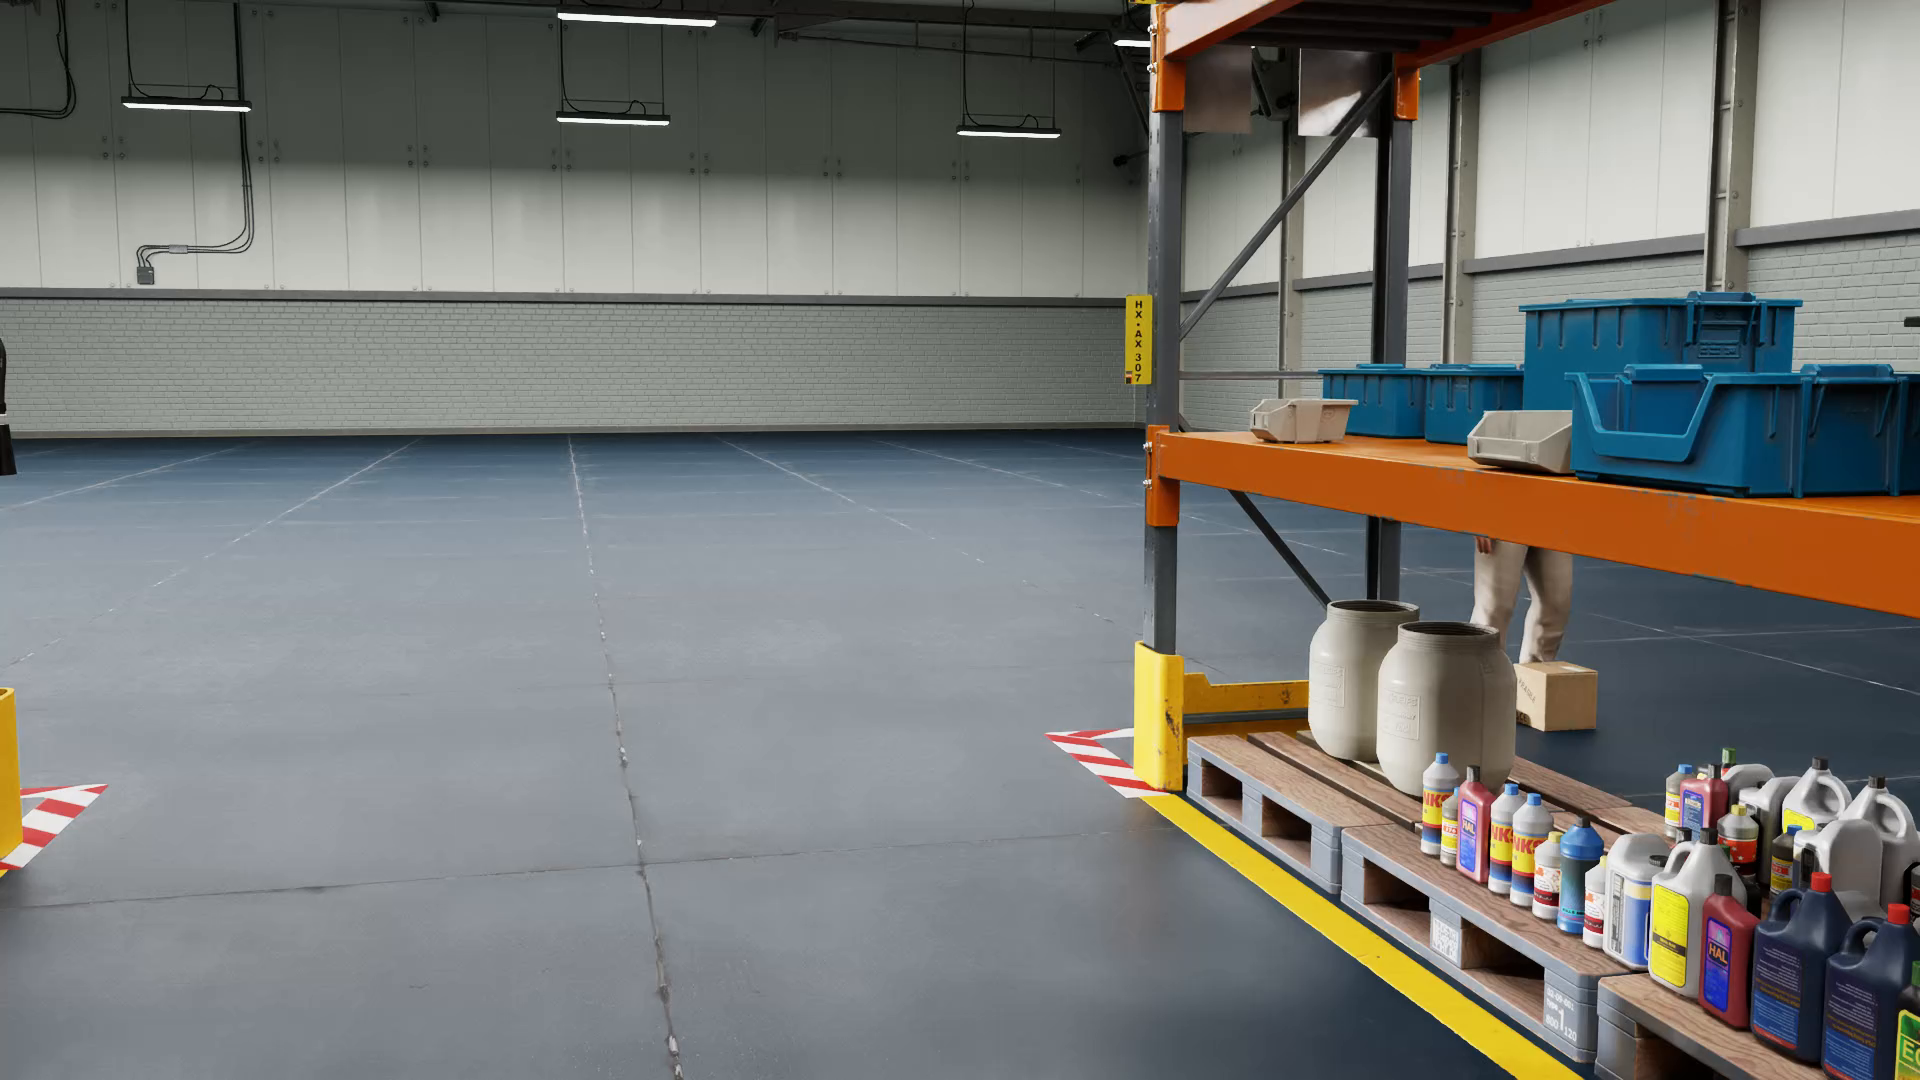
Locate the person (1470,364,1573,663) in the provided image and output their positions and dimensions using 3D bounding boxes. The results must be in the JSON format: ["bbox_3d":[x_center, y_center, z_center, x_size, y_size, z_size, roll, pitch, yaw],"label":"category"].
[{"bbox_3d":[2.504,-0.089,7.344,0.606,1.727,0.387,-2,6,-17],"label":"person"}]
